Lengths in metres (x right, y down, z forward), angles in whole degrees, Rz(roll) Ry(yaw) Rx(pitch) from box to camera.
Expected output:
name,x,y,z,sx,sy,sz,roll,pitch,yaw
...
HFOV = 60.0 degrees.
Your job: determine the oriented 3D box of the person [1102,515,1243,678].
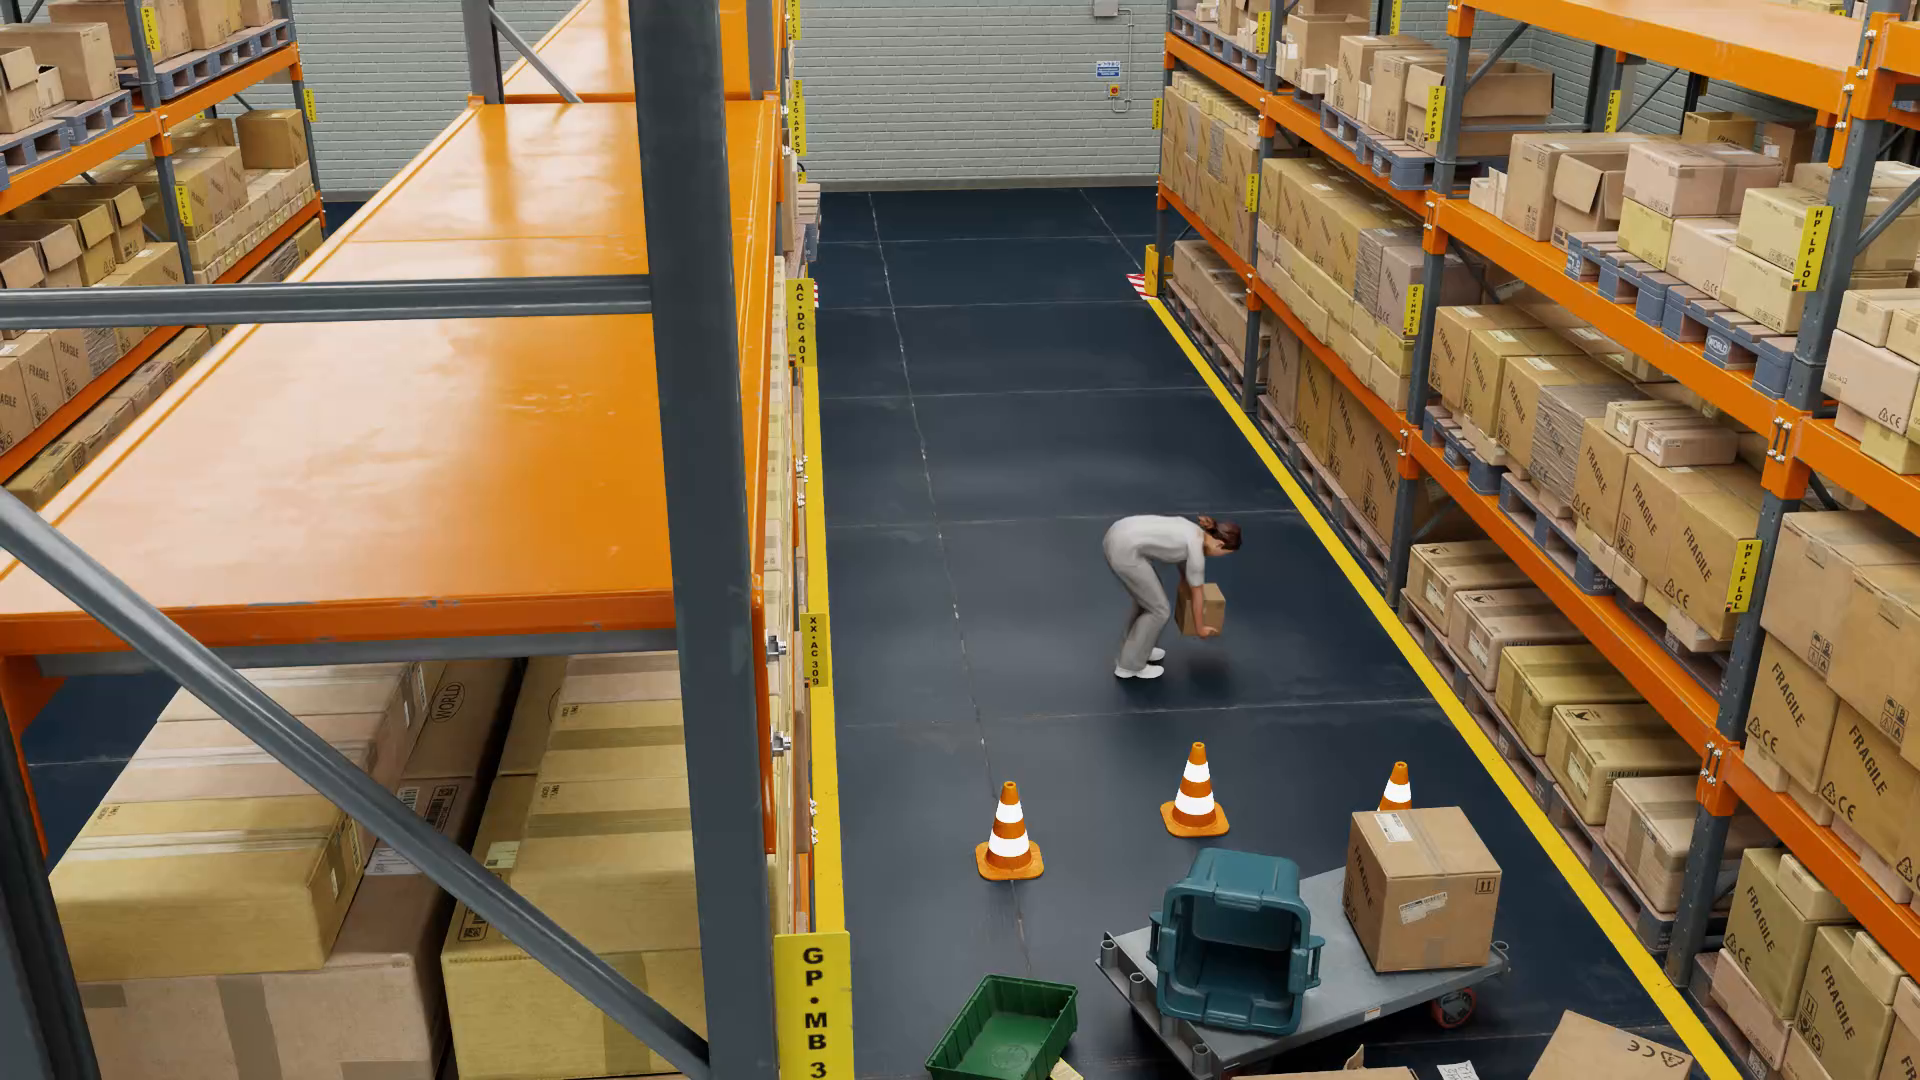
name,x,y,z,sx,sy,sz,roll,pitch,yaw
person,1.314,0.329,10.372,0.872,1.025,0.427,-3,24,-7
